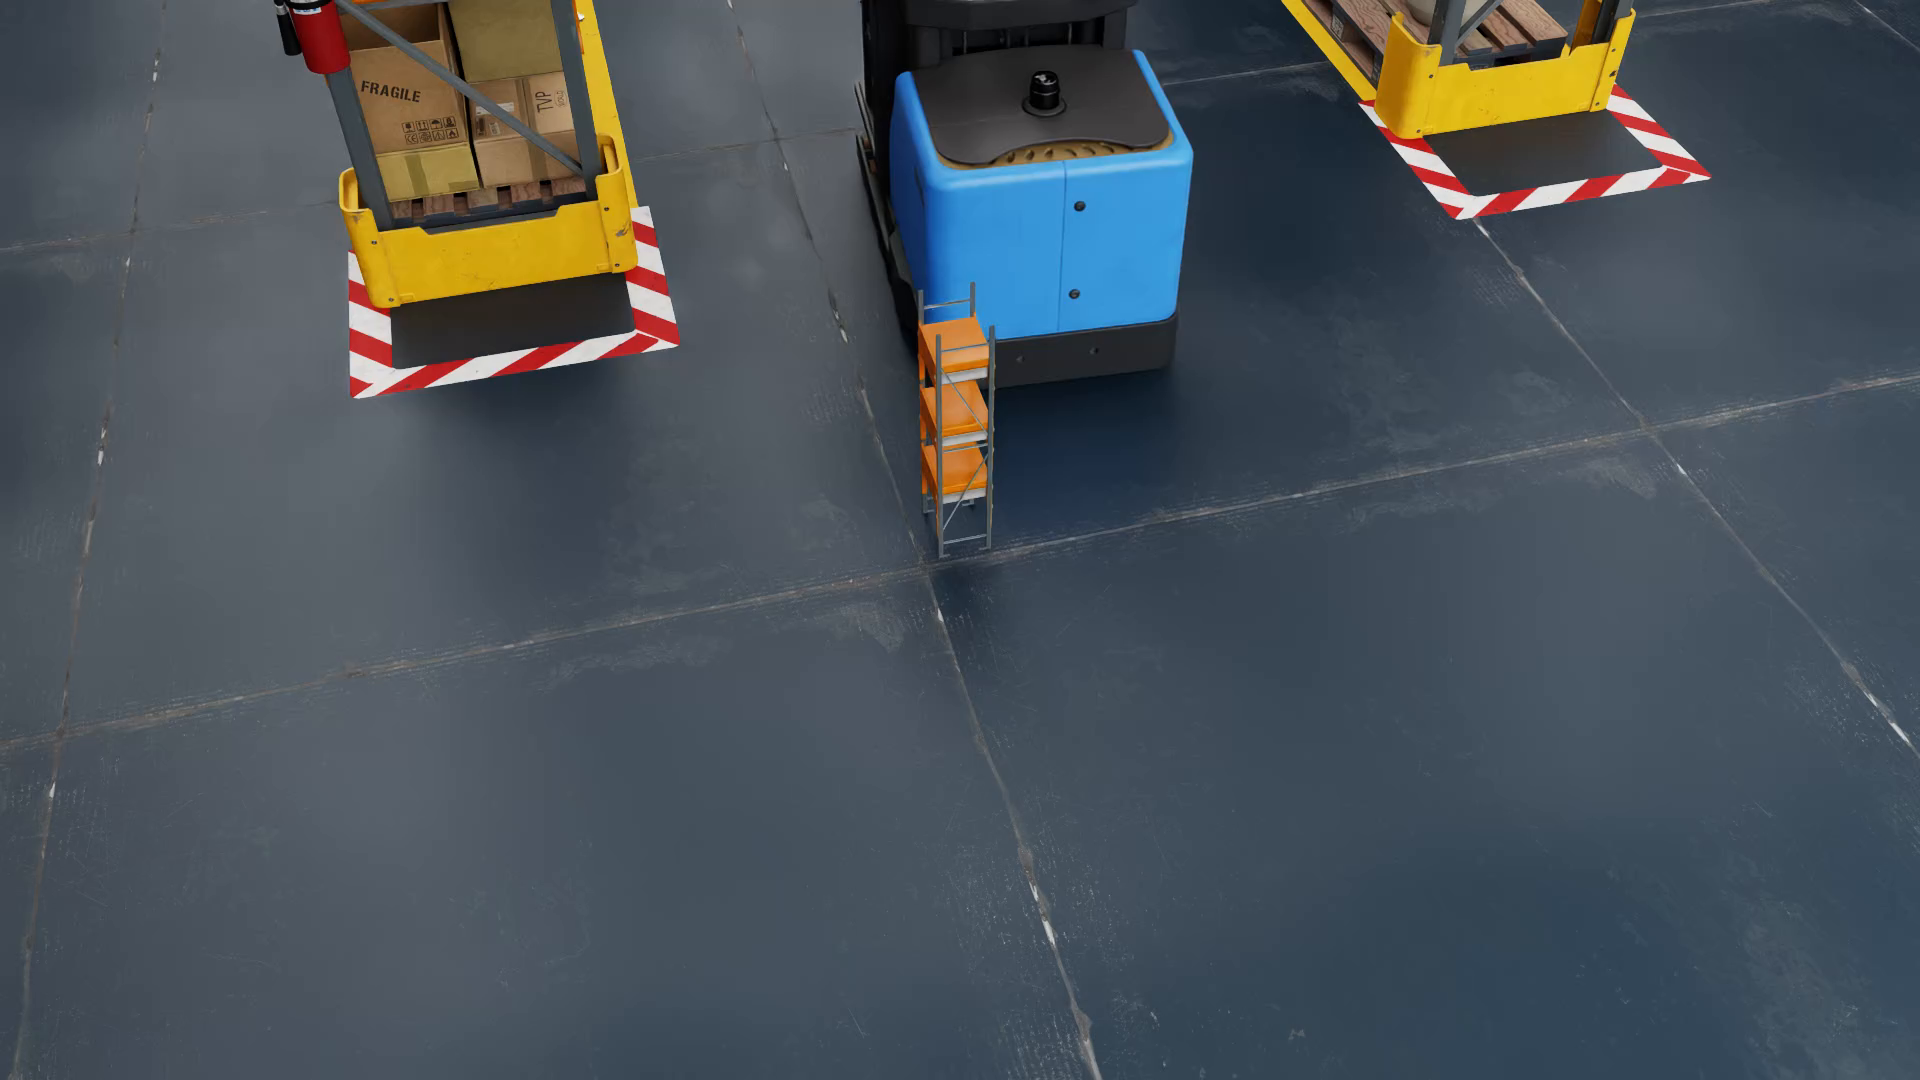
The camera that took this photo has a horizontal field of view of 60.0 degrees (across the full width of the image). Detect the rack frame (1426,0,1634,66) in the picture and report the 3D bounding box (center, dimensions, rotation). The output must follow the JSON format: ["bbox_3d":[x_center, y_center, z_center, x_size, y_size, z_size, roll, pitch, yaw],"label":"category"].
[{"bbox_3d":[2.742,-3.193,7.279,1.000,3.000,0.127,-11,47,-10],"label":"rack frame"}]

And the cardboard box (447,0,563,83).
[{"bbox_3d":[-2.099,-2.493,7.699,0.500,0.500,0.500,-11,47,-10],"label":"cardboard box"}]

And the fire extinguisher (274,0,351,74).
[{"bbox_3d":[-2.466,-2.097,6.259,0.296,0.674,0.183,-11,47,-10],"label":"fire extinguisher"}]

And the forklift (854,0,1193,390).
[{"bbox_3d":[0.117,-2.687,6.831,1.130,2.935,3.031,-7,46,-7],"label":"forklift"}]

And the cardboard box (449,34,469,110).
[{"bbox_3d":[-2.609,-2.134,7.872,0.500,0.250,0.500,-11,47,-10],"label":"cardboard box"}]

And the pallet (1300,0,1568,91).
[{"bbox_3d":[2.475,-2.823,8.869,1.003,0.211,1.213,-11,47,-10],"label":"pallet"}]

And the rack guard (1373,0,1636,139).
[{"bbox_3d":[2.678,-2.362,8.215,1.175,0.500,0.348,-11,47,-10],"label":"rack guard"}]

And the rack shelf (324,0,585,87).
[{"bbox_3d":[-2.559,-3.419,8.004,1.077,0.370,4.000,-11,47,-10],"label":"rack shelf"}]

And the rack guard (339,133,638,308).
[{"bbox_3d":[-2.041,-1.399,7.271,1.175,0.500,0.348,-11,47,-10],"label":"rack guard"}]

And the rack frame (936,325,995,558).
[{"bbox_3d":[0.018,-0.320,5.829,0.200,1.050,0.008,-11,47,-10],"label":"rack frame"}]

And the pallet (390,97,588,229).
[{"bbox_3d":[-2.283,-1.835,7.900,1.003,0.211,1.213,-11,47,-10],"label":"pallet"}]

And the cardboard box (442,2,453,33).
[{"bbox_3d":[-2.742,-2.741,7.942,0.500,0.500,0.500,-11,47,-10],"label":"cardboard box"}]

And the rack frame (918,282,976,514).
[{"bbox_3d":[-0.045,-0.489,5.994,0.200,1.050,0.008,-11,47,-10],"label":"rack frame"}]

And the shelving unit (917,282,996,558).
[{"bbox_3d":[-0.014,-0.404,5.911,0.215,1.050,0.252,-11,47,-10],"label":"shelving unit"}]

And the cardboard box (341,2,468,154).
[{"bbox_3d":[-2.472,-2.053,7.268,0.500,0.500,0.500,-11,47,-10],"label":"cardboard box"}]

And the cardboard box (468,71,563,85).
[{"bbox_3d":[-2.101,-2.230,7.967,0.500,0.250,0.500,-11,47,-10],"label":"cardboard box"}]

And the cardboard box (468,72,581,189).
[{"bbox_3d":[-1.969,-1.886,7.629,0.500,0.250,0.500,-11,47,-10],"label":"cardboard box"}]

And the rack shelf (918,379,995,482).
[{"bbox_3d":[-0.014,-0.397,5.919,0.215,0.259,0.240,-11,47,-10],"label":"rack shelf"}]

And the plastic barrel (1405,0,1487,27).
[{"bbox_3d":[2.500,-2.910,8.450,0.421,0.512,0.421,0,46,0],"label":"plastic barrel"}]

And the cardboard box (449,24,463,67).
[{"bbox_3d":[-2.739,-2.479,8.210,0.500,0.250,0.500,-11,47,-10],"label":"cardboard box"}]

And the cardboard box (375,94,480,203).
[{"bbox_3d":[-2.470,-1.791,7.536,0.500,0.250,0.500,-11,47,-10],"label":"cardboard box"}]

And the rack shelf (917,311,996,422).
[{"bbox_3d":[-0.014,-0.596,5.716,0.215,0.259,0.240,-11,47,-10],"label":"rack shelf"}]

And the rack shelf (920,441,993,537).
[{"bbox_3d":[-0.014,-0.202,6.117,0.215,0.259,0.240,-11,47,-10],"label":"rack shelf"}]

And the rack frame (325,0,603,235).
[{"bbox_3d":[-2.047,-2.290,6.394,1.000,3.000,0.127,-11,47,-10],"label":"rack frame"}]
